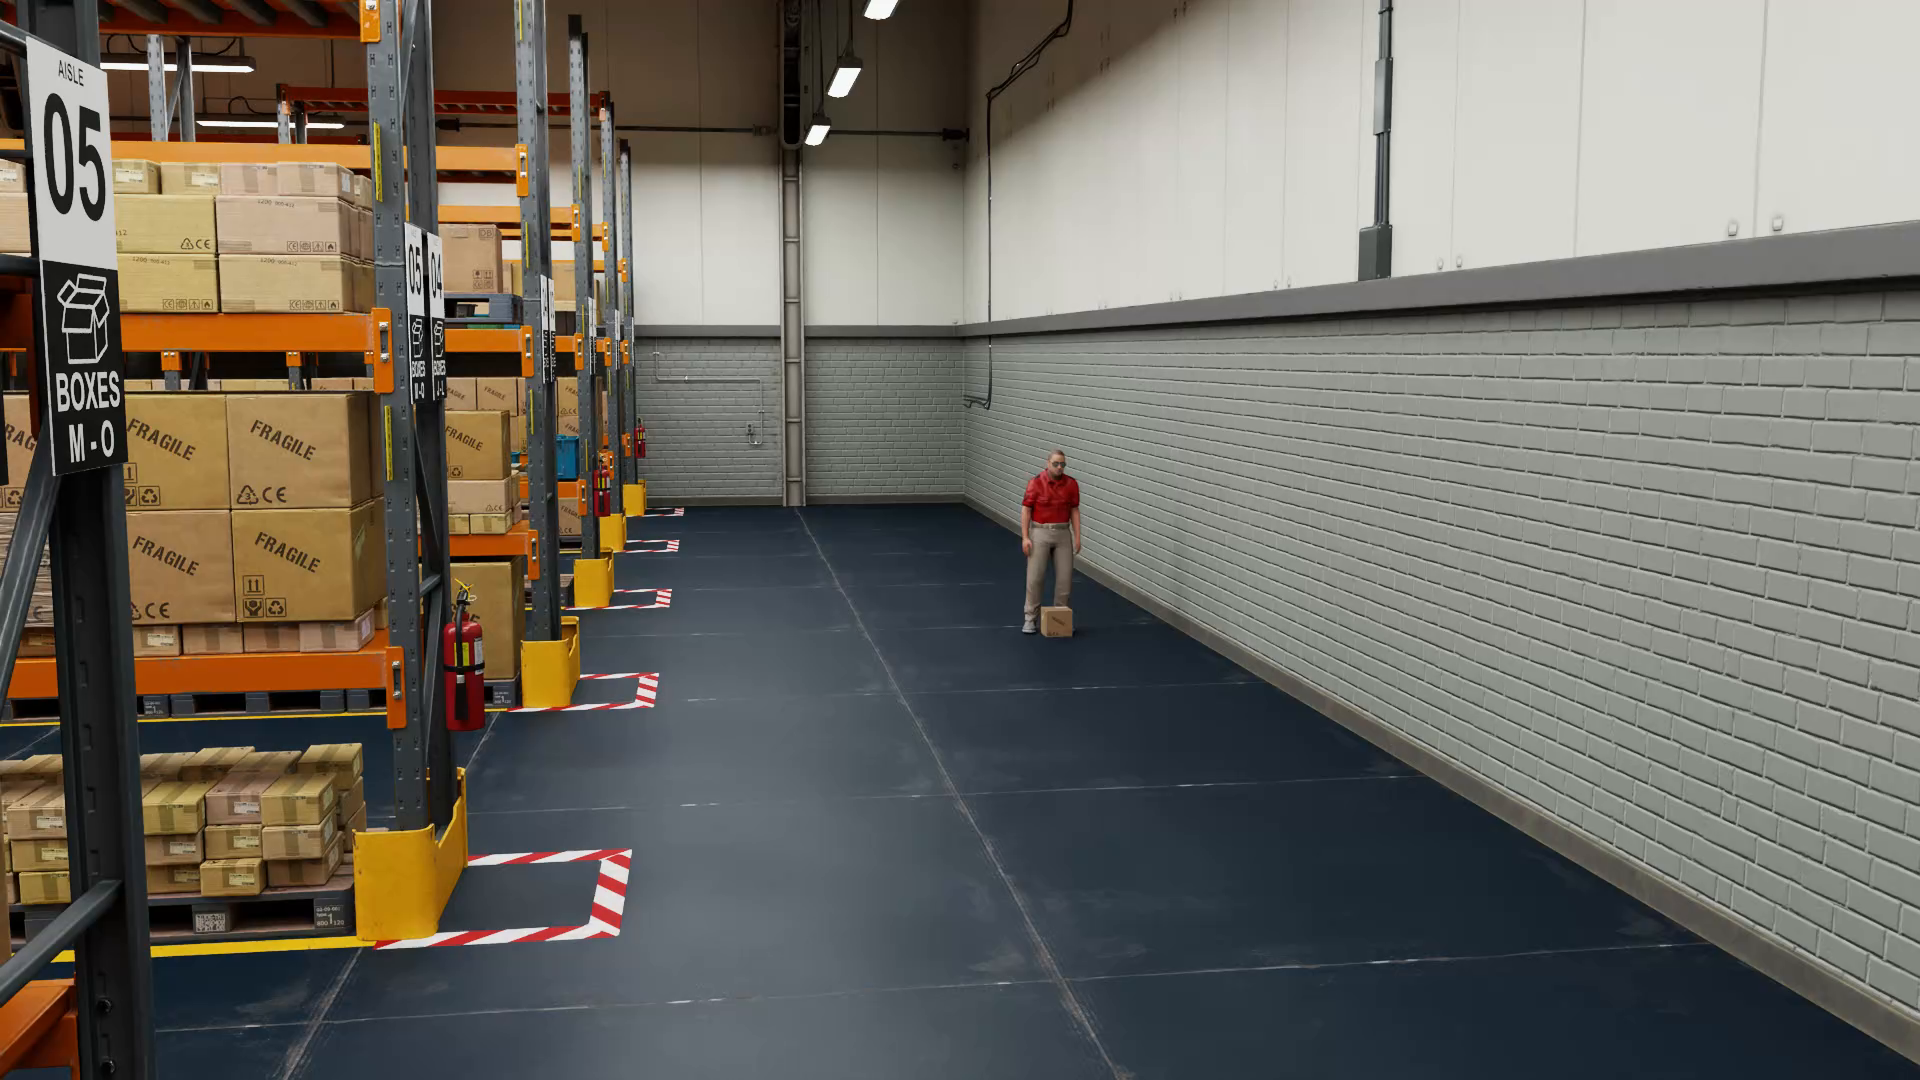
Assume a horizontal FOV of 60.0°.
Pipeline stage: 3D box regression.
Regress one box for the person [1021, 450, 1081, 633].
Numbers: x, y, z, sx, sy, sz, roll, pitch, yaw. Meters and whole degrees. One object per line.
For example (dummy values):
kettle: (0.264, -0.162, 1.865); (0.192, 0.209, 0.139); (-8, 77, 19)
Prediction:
person: (0.864, 0.003, 15.751); (0.601, 1.726, 0.395); (-1, 7, -12)
